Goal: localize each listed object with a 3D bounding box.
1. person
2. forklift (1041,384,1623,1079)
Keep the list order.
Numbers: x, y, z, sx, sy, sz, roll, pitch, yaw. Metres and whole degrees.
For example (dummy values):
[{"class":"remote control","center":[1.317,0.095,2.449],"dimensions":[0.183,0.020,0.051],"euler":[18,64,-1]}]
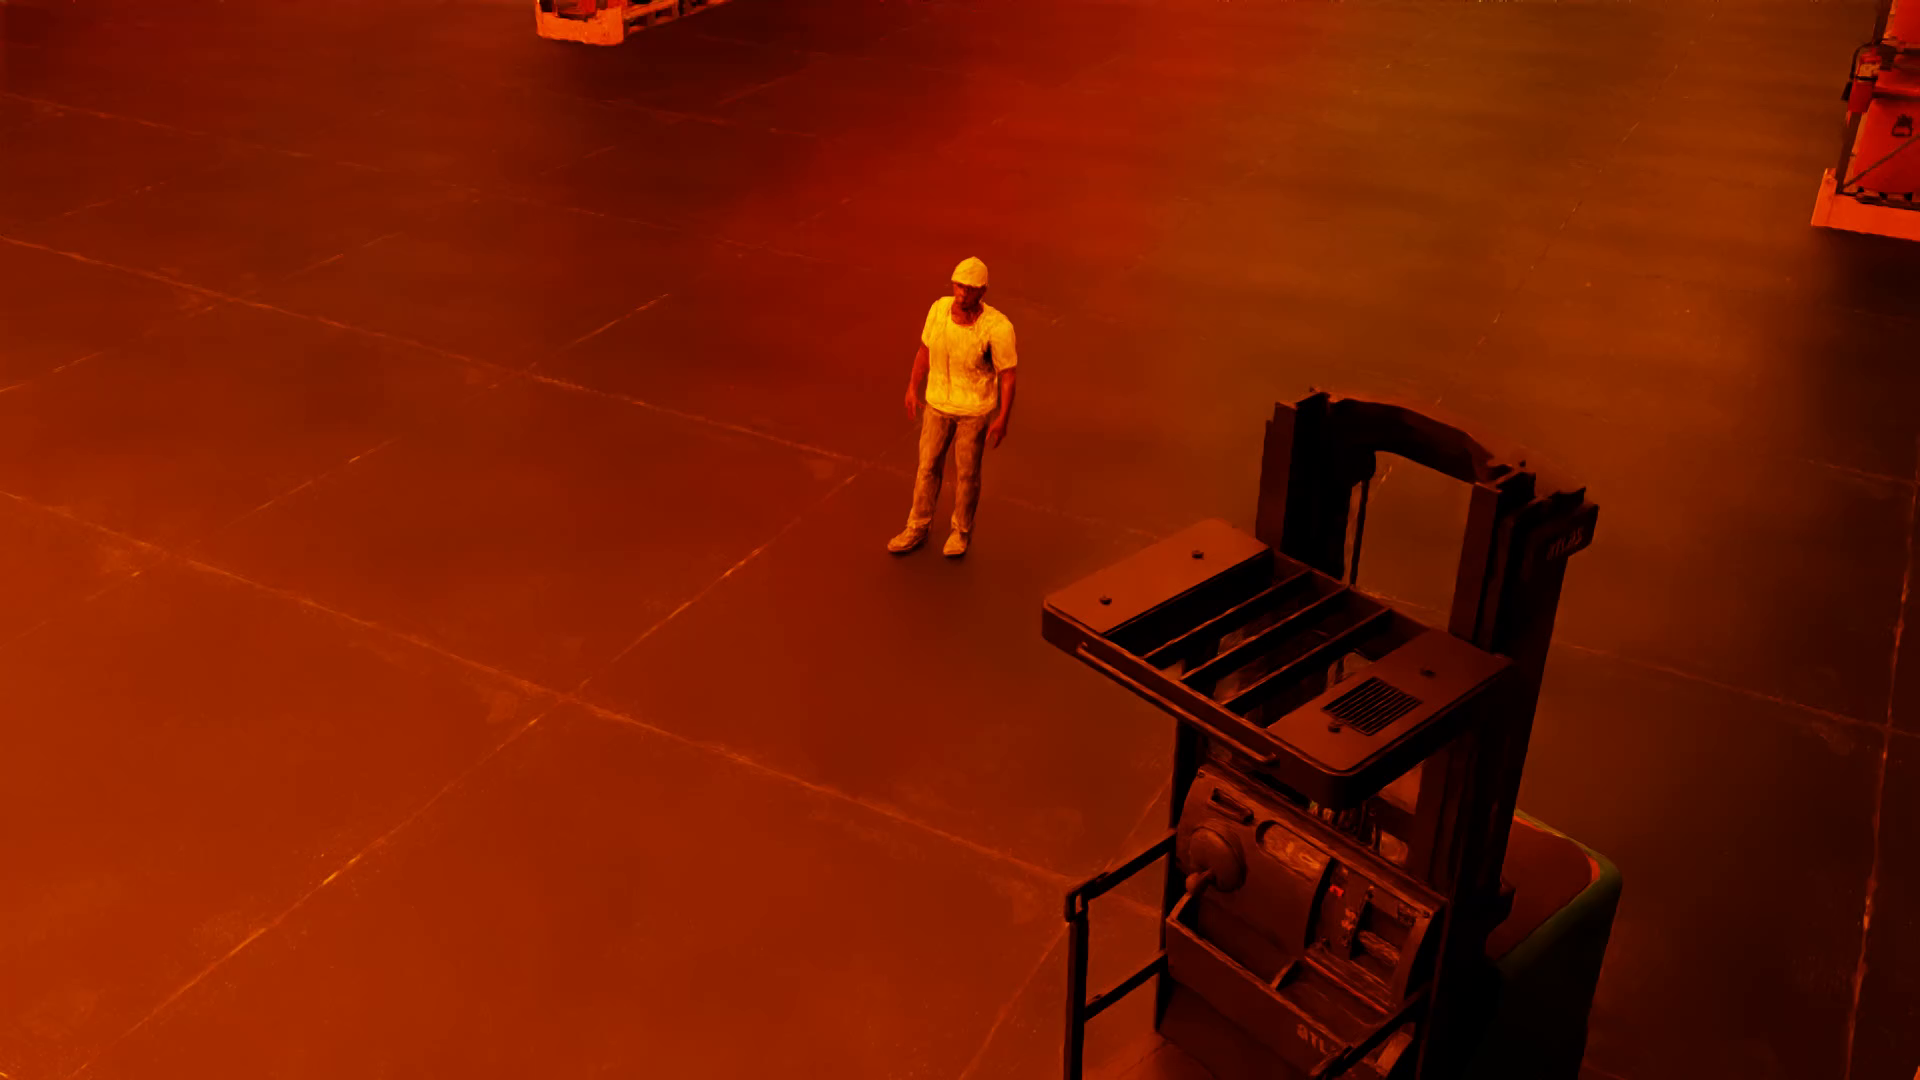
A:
[{"class":"person","center":[-0.038,-0.742,9.507],"dimensions":[0.665,1.766,0.576],"euler":[15,33,25]},{"class":"forklift","center":[0.915,1.115,5.139],"dimensions":[3.031,2.935,1.130],"euler":[-24,37,-35]}]
